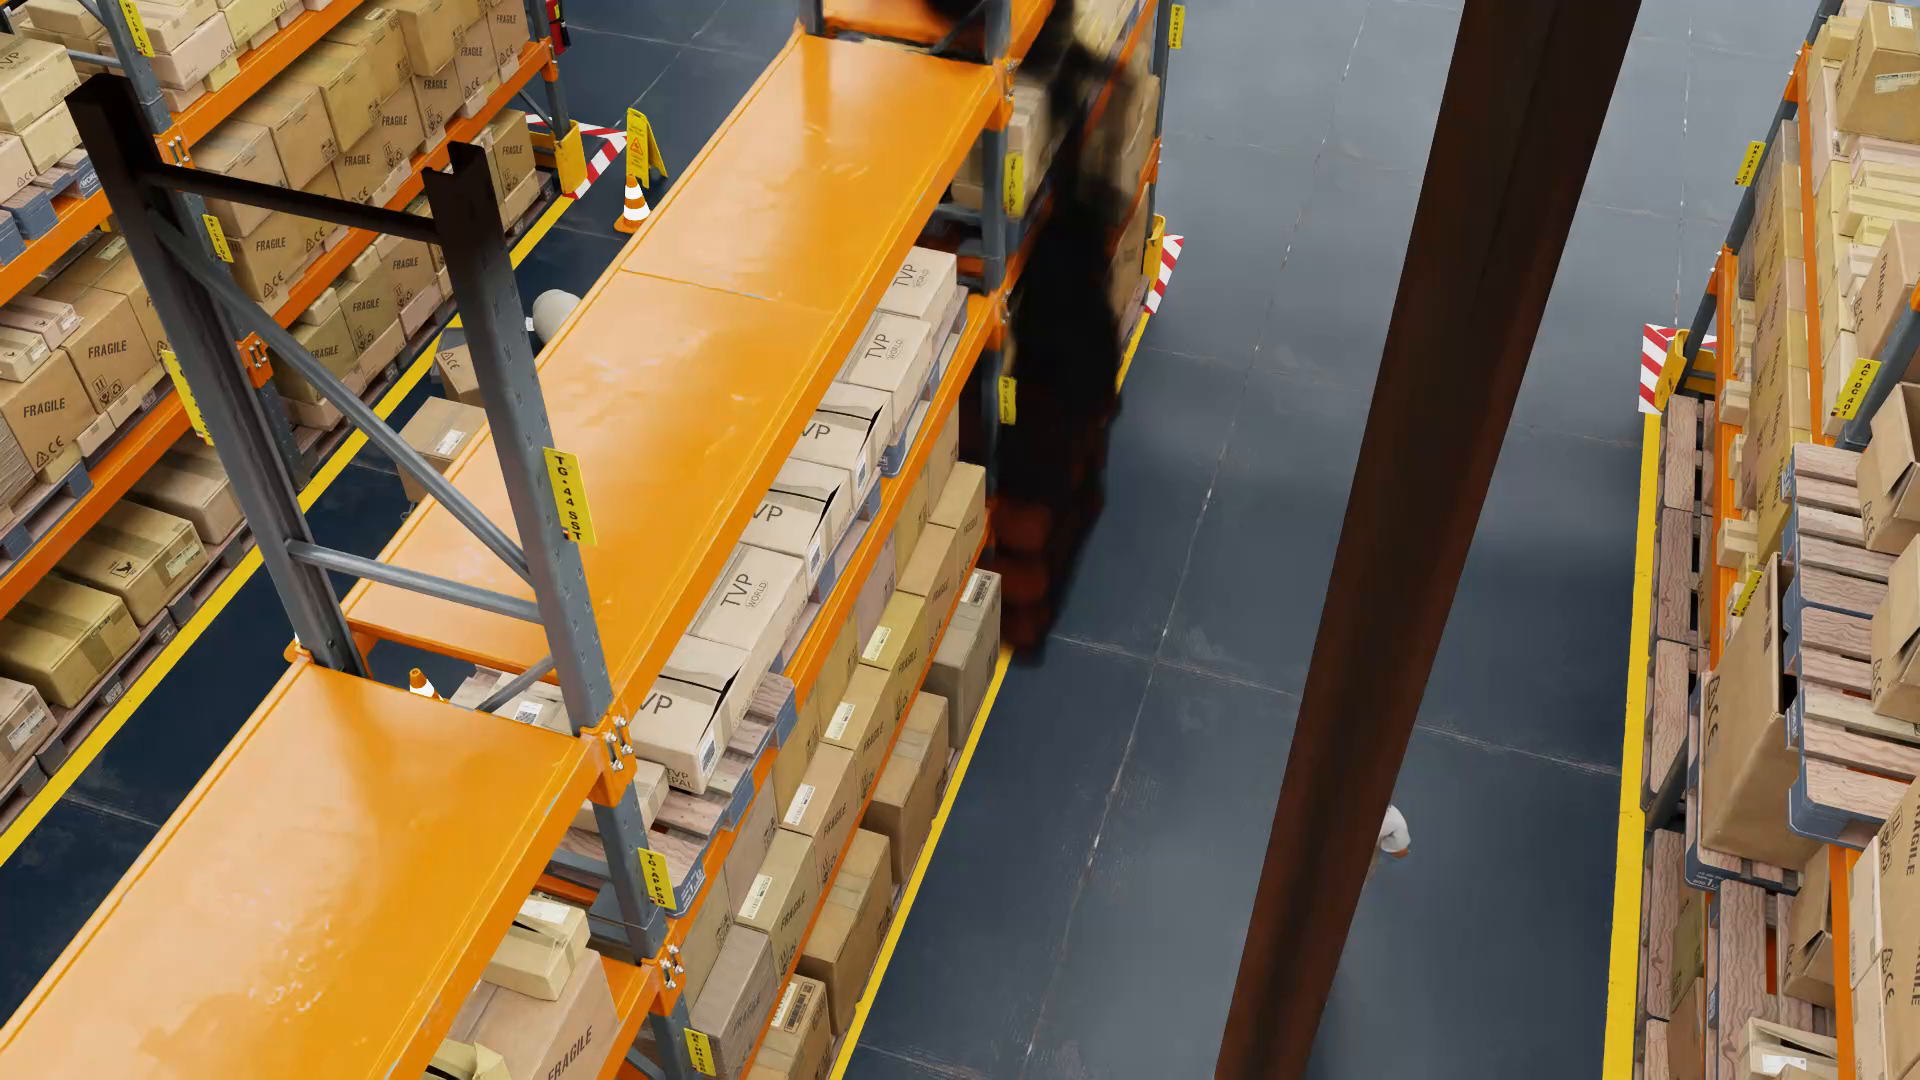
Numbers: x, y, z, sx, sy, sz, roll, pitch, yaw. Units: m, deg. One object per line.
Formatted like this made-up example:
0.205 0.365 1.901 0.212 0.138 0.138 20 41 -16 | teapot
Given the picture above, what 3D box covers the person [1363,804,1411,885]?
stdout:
1.938 1.621 8.423 0.571 1.633 0.535 11 47 10 | person
